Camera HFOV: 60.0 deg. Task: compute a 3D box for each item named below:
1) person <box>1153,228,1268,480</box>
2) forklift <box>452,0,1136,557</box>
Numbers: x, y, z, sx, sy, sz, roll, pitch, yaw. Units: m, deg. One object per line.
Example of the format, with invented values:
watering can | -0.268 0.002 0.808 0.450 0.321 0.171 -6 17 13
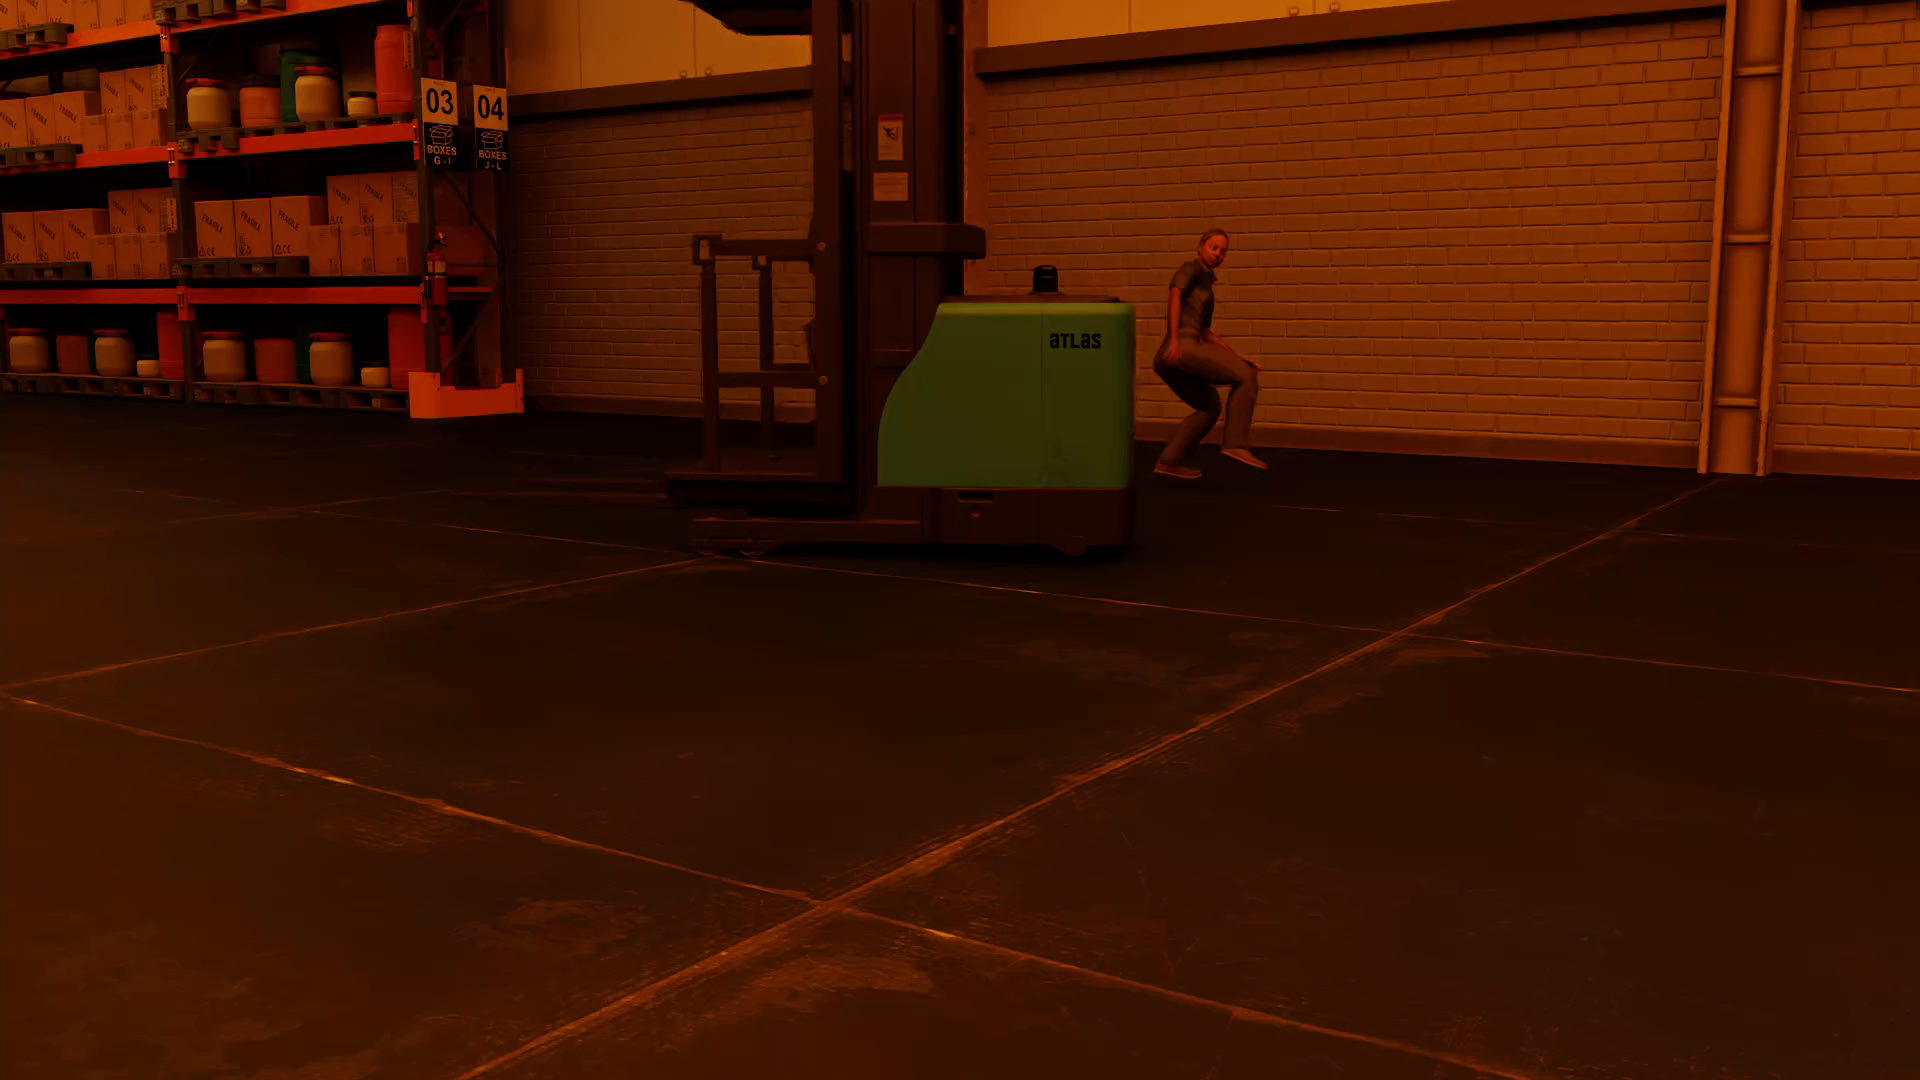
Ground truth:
person | 1.436 -1.060 9.589 0.695 1.466 0.687 -1 8 -5
forklift | -0.733 -1.452 7.406 3.031 2.935 1.130 1 8 7
